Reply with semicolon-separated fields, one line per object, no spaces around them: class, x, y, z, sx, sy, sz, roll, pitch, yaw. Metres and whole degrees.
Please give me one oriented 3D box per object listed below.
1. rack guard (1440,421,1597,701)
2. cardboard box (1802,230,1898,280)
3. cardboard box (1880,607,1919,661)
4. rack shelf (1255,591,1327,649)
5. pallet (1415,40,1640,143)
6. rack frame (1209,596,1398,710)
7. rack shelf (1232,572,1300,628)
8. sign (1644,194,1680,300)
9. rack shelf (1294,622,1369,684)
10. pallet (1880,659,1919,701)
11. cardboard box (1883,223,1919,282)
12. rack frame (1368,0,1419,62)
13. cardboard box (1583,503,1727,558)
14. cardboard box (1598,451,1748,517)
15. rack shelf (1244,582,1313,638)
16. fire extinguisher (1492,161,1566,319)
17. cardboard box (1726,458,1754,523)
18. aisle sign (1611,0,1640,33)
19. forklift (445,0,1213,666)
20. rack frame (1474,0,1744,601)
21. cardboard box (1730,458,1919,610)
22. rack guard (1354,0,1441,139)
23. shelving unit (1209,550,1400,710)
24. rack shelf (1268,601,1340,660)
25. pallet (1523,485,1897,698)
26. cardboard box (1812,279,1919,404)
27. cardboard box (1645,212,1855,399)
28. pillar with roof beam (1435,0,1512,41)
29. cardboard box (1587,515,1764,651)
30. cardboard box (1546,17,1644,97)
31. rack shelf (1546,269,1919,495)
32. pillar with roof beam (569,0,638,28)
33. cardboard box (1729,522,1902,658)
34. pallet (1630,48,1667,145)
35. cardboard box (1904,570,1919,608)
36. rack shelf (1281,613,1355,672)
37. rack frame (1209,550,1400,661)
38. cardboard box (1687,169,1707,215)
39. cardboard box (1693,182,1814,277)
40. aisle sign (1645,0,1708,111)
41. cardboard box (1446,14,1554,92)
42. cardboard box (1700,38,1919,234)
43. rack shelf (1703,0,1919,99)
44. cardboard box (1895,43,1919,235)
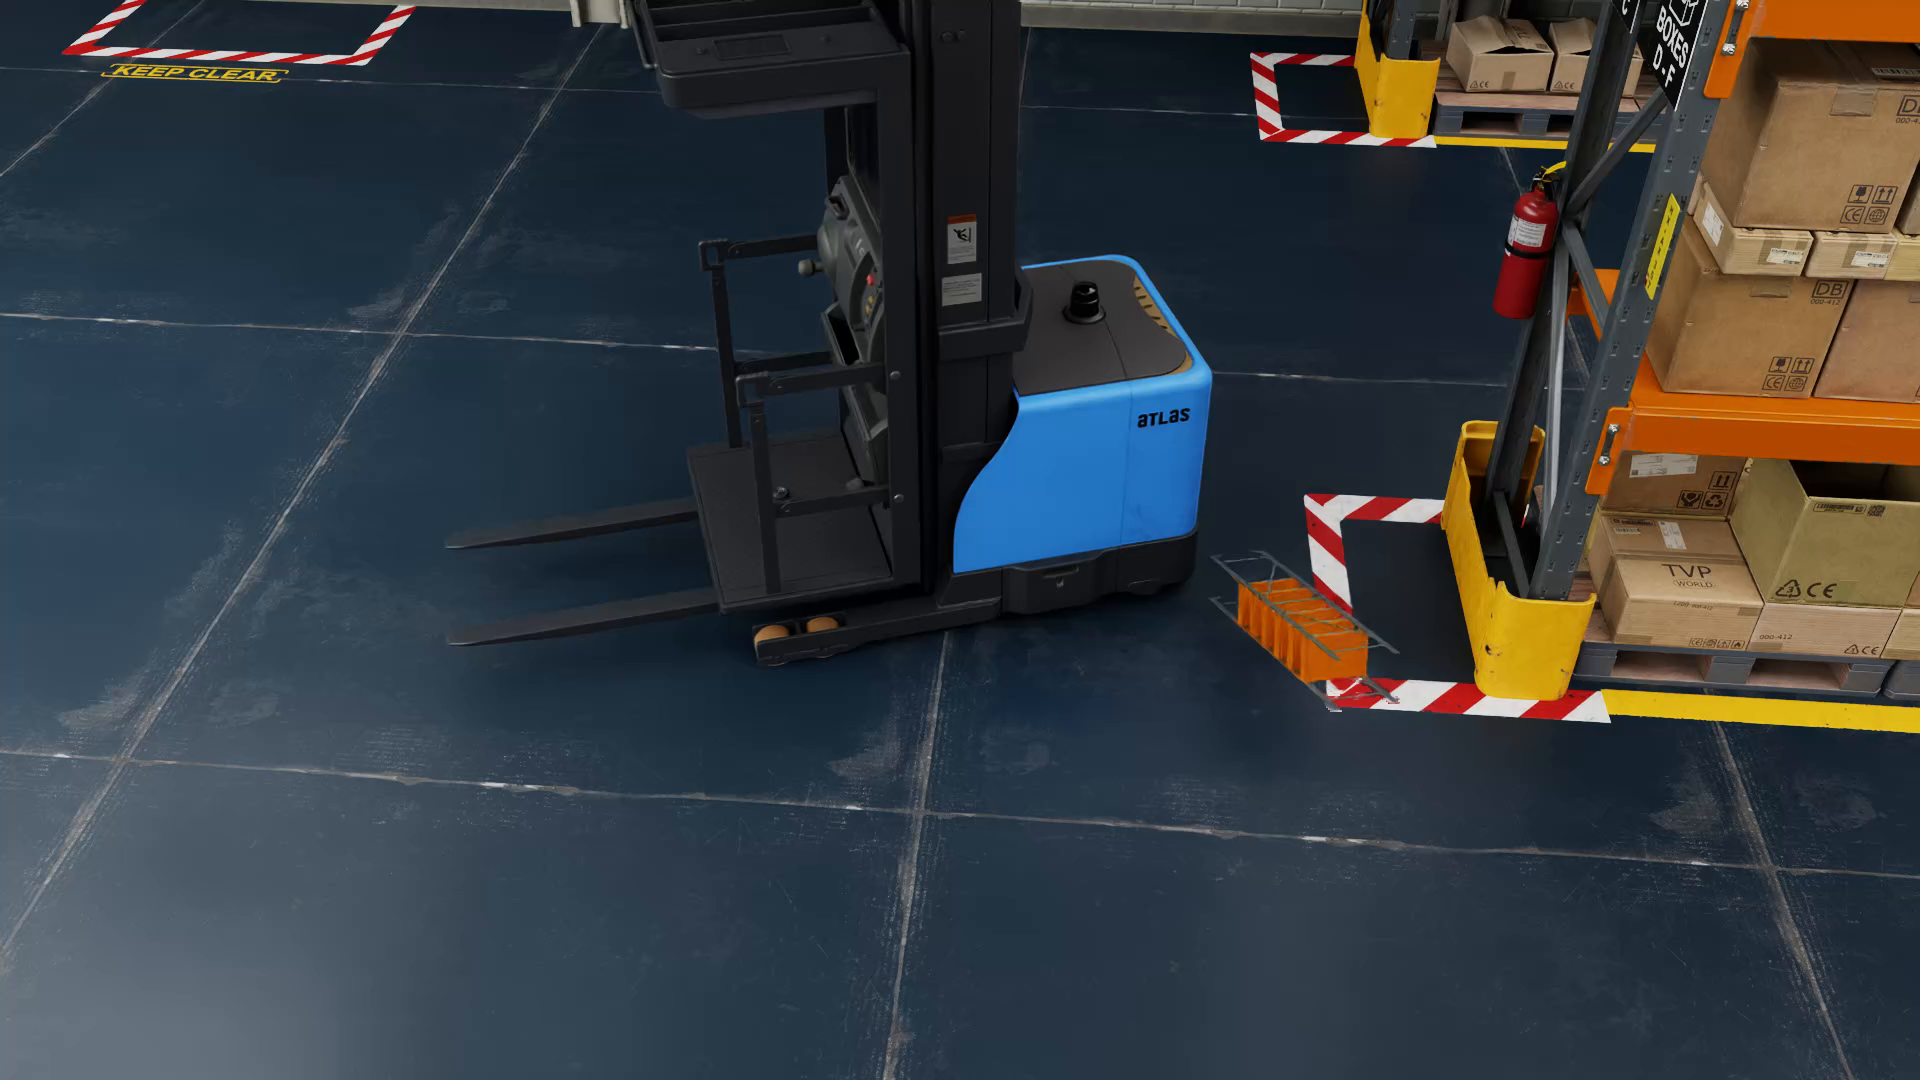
rack guard;2.250;0.060;6.781;0.348;0.500;1.175;3;39;4
cardboard box;2.910;-1.029;5.545;0.250;0.149;0.380;2;39;3
cardboard box;3.786;0.217;6.453;0.500;0.250;0.500;3;39;4
rack shelf;1.275;0.305;6.399;0.258;0.180;0.103;-6;18;-12
pallet;3.580;-2.872;10.611;1.213;0.211;1.003;3;39;4
rack frame;1.288;0.405;6.386;0.240;0.006;1.200;-6;18;-12
rack shelf;1.220;0.235;6.622;0.258;0.180;0.103;-6;18;-12
sign;2.220;-0.926;5.263;0.005;0.325;0.100;3;39;4
rack shelf;1.356;0.410;6.065;0.258;0.180;0.103;-6;18;-12
pallet;4.252;0.256;6.768;1.213;0.211;1.003;3;39;4
cardboard box;3.158;-1.015;5.528;0.250;0.149;0.380;3;39;4
rack frame;2.698;-4.024;9.818;0.127;3.000;1.000;3;39;4
cardboard box;2.834;-0.162;6.918;0.500;0.250;0.500;3;39;4
cardboard box;2.834;-0.454;6.683;0.500;0.500;0.500;3;39;4
rack shelf;1.247;0.270;6.511;0.258;0.180;0.103;-6;18;-12
fire extinguisher;2.196;-1.177;6.381;0.183;0.674;0.296;3;39;4
cardboard box;3.333;-0.142;6.894;0.500;0.250;0.500;3;39;4
aisle sign;2.234;-2.105;5.401;0.004;0.787;0.394;3;39;4
forklift;-0.589;-1.003;6.161;3.031;2.935;1.130;-9;40;-11
rack frame;2.274;-0.909;5.990;0.127;3.000;1.000;3;39;4
cardboard box;3.288;-0.101;6.249;0.500;0.500;0.500;3;39;4
rack guard;2.774;-3.051;10.602;0.348;0.500;1.175;3;39;4
shelving unit;1.285;0.318;6.358;0.258;0.189;1.200;-6;18;-12
rack shelf;1.302;0.340;6.288;0.258;0.180;0.103;-6;18;-12
pallet;3.040;0.188;6.851;1.213;0.211;1.003;3;39;4
cardboard box;3.262;-0.888;5.886;0.500;0.500;0.700;4;39;5
cardboard box;2.738;-0.914;5.917;0.500;0.500;0.700;3;39;4
pillar with roof beam;3.098;-4.149;5.219;0.400;9.000;9.100;3;39;4
cardboard box;2.789;0.164;6.518;0.500;0.250;0.500;3;39;4
cardboard box;3.947;-3.027;10.374;0.500;0.311;0.500;6;40;8
rack shelf;4.267;-0.521;6.083;4.000;0.370;1.077;3;39;4
pillar with roof beam;-2.879;-4.476;5.621;0.400;9.000;9.100;3;39;4
cardboard box;3.288;0.189;6.487;0.500;0.250;0.500;3;39;4
pallet;4.792;-2.804;10.528;1.213;0.211;1.003;3;39;4
cardboard box;3.787;-0.082;6.225;0.500;0.500;0.500;3;39;4
rack shelf;1.329;0.375;6.176;0.258;0.180;0.103;-6;18;-12
rack frame;1.282;0.231;6.330;0.240;0.006;1.200;-6;18;-12
cardboard box;2.671;-1.298;5.875;0.250;0.149;0.380;3;39;3
cardboard box;2.646;-1.042;5.561;0.250;0.149;0.380;3;39;4
aisle sign;2.182;-1.728;4.937;0.004;0.787;0.394;3;39;4
cardboard box;3.379;-3.058;10.412;0.500;0.311;0.500;-1;39;-1
cardboard box;2.791;-1.414;5.504;0.500;0.500;0.700;3;39;4
rack shelf;4.267;-1.684;5.136;4.000;0.370;1.077;3;39;4
cardboard box;3.315;-1.389;5.473;0.500;0.500;0.700;2;39;3
